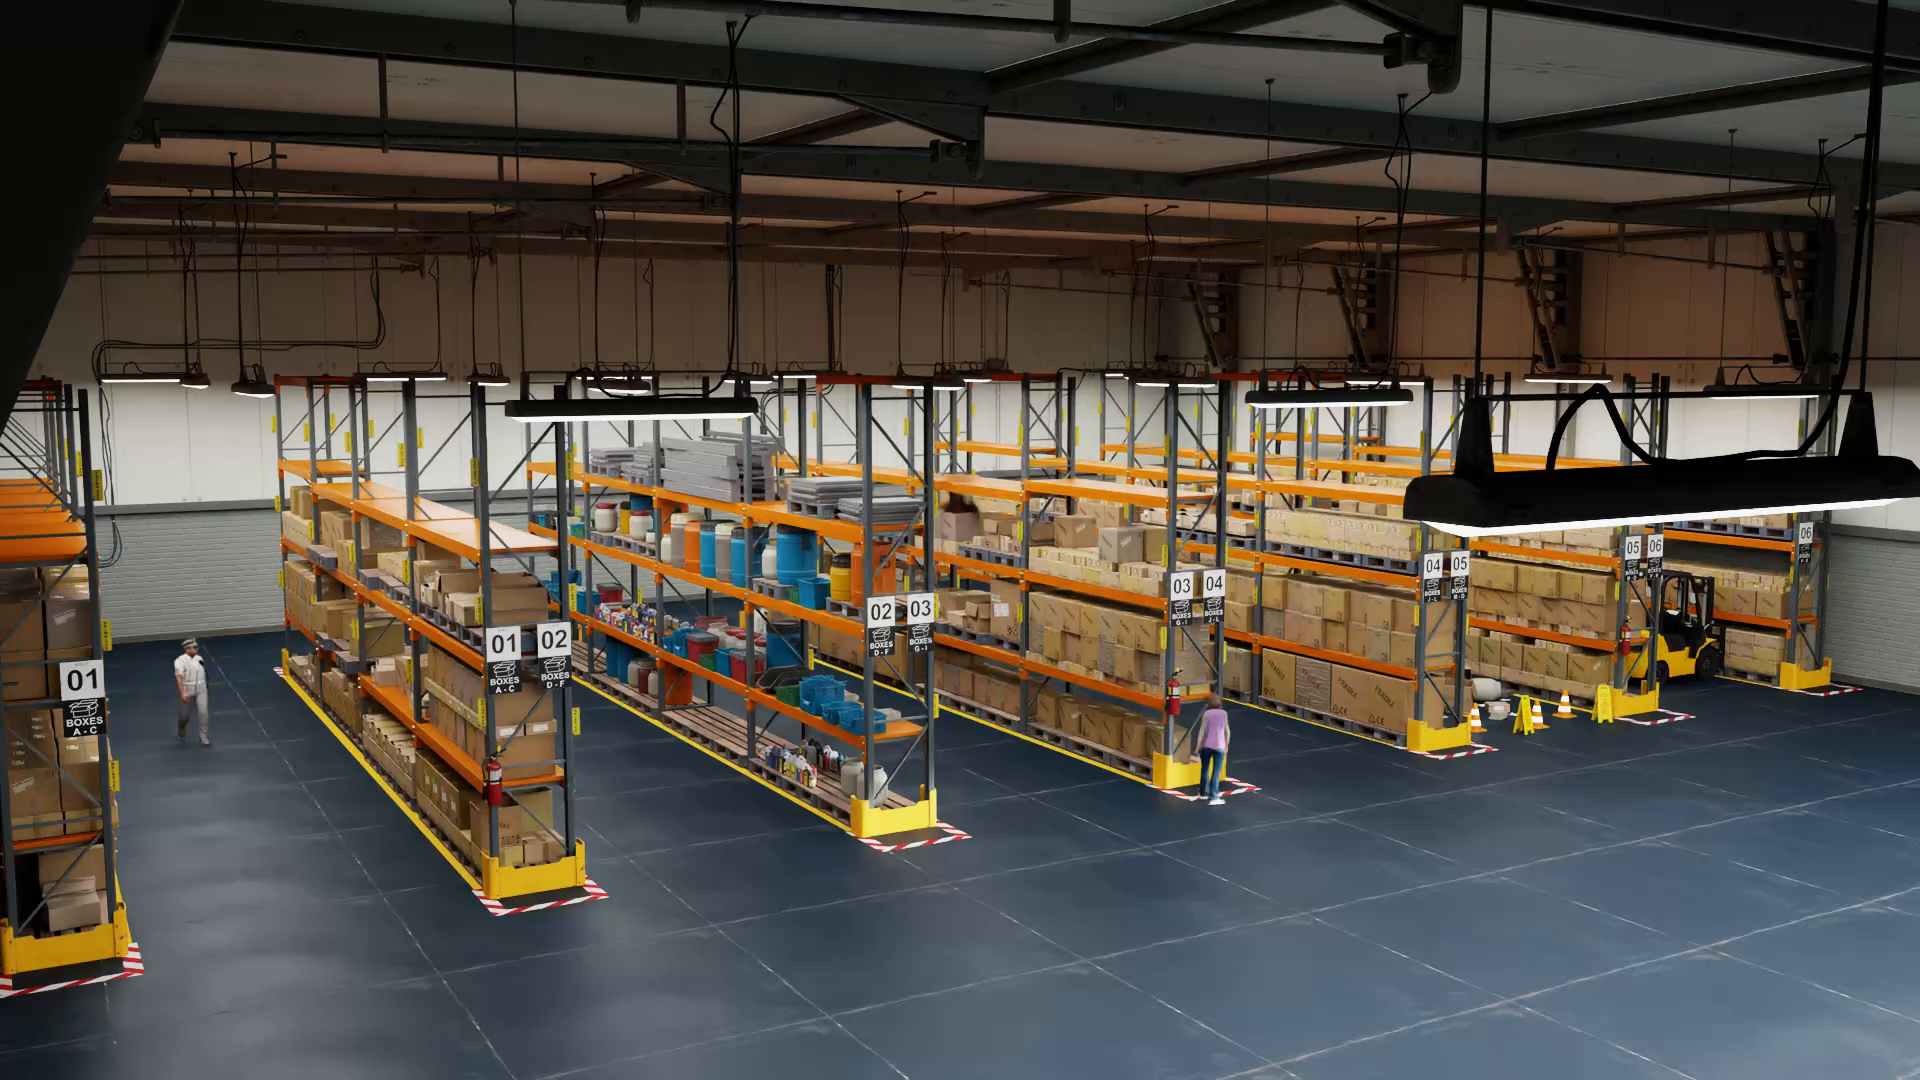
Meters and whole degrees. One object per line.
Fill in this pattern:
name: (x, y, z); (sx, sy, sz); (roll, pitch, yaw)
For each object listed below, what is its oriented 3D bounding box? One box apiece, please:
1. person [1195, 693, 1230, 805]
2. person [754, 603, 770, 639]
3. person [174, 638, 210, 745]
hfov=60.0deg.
person: (3.606, 2.956, 23.719); (0.467, 1.587, 0.569); (2, 7, 17)
person: (-3.988, 1.883, 33.072); (0.501, 1.628, 0.952); (-5, 8, -36)
person: (-12.650, 2.467, 27.370); (0.515, 1.727, 0.857); (-4, 7, -33)
